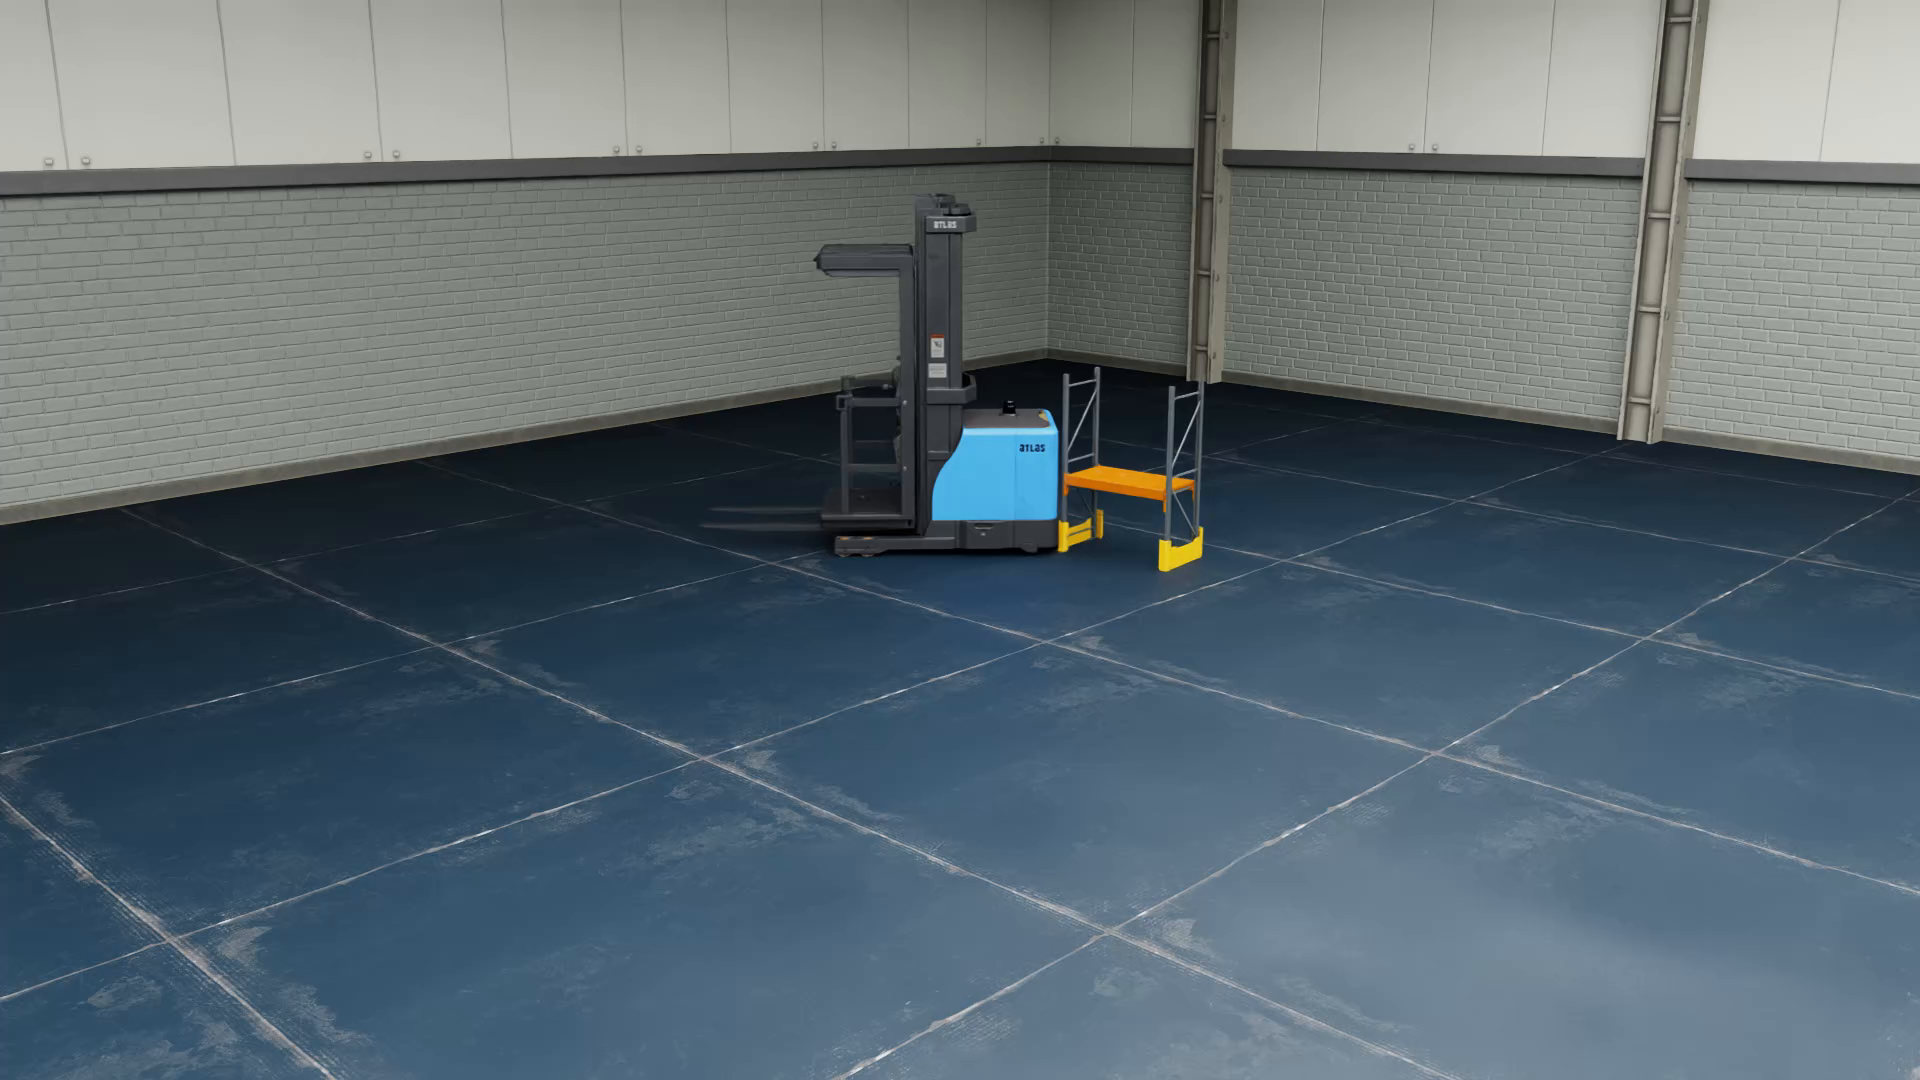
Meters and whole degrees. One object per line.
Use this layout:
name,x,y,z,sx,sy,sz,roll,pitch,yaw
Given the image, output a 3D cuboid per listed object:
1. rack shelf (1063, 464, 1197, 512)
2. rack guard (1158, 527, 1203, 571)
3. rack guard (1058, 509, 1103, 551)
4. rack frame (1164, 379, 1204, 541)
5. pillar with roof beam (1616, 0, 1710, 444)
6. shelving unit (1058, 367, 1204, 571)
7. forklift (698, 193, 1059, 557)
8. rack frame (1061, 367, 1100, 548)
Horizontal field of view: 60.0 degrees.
rack shelf,1.420,-0.441,13.862,1.000,0.185,0.538,11,18,37
rack guard,1.817,0.070,13.669,0.087,0.250,0.587,11,18,37
rack guard,1.037,-0.087,14.268,0.087,0.250,0.587,11,18,37
rack frame,1.818,-0.535,13.511,0.032,1.500,0.500,11,18,37
pillar with roof beam,4.680,-4.704,14.639,0.400,9.000,9.100,14,20,42
shelving unit,1.427,-0.613,13.811,1.083,1.500,0.587,11,18,37
forklift,-0.698,-1.409,14.025,3.031,2.935,1.130,0,15,-1
rack frame,1.022,-0.694,14.122,0.032,1.500,0.500,11,18,37
